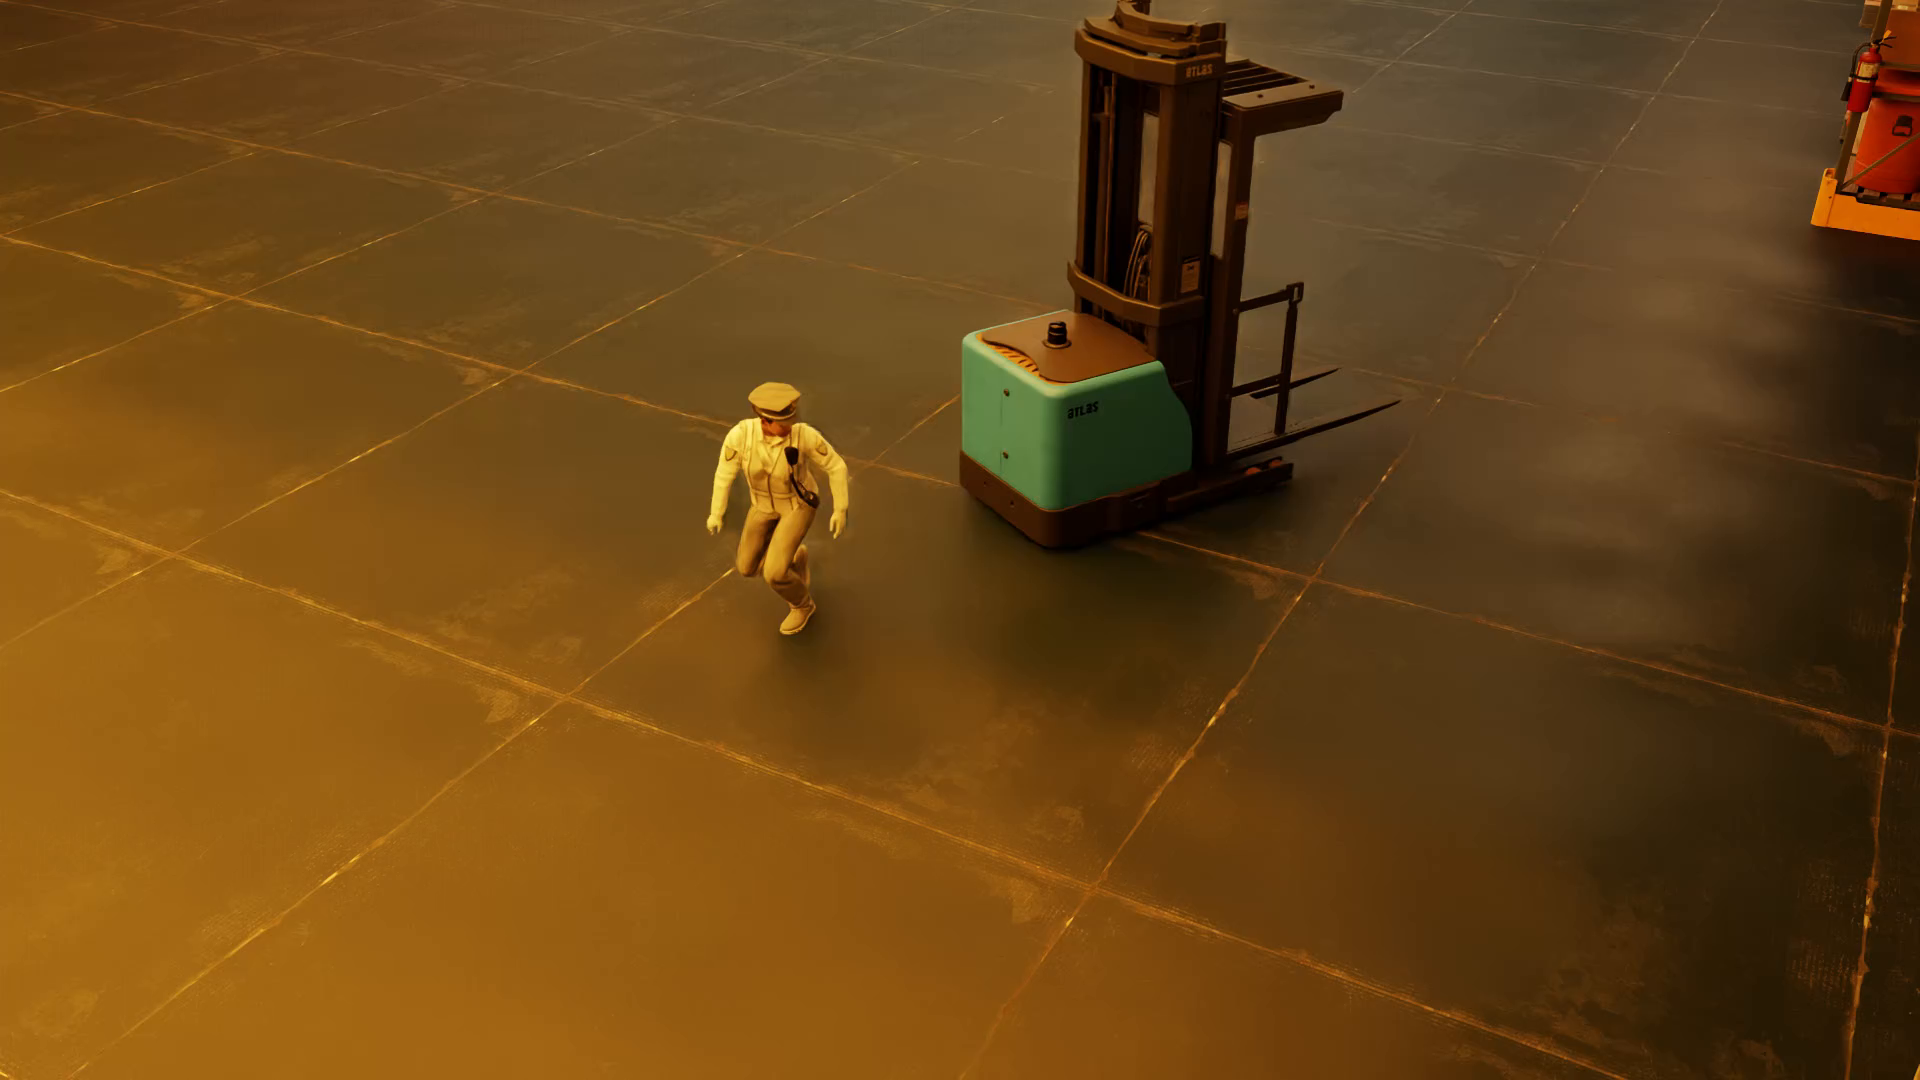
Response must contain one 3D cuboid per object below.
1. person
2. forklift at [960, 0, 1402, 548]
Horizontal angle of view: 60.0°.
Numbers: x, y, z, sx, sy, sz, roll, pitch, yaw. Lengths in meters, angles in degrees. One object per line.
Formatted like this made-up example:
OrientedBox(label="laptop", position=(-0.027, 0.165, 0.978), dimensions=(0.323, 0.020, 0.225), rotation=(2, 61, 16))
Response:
OrientedBox(label="person", position=(-0.948, -0.218, 8.944), dimensions=(0.756, 1.463, 0.611), rotation=(11, 32, 18))
OrientedBox(label="forklift", position=(1.520, -1.767, 10.132), dimensions=(3.031, 2.935, 1.130), rotation=(-17, 34, -27))
